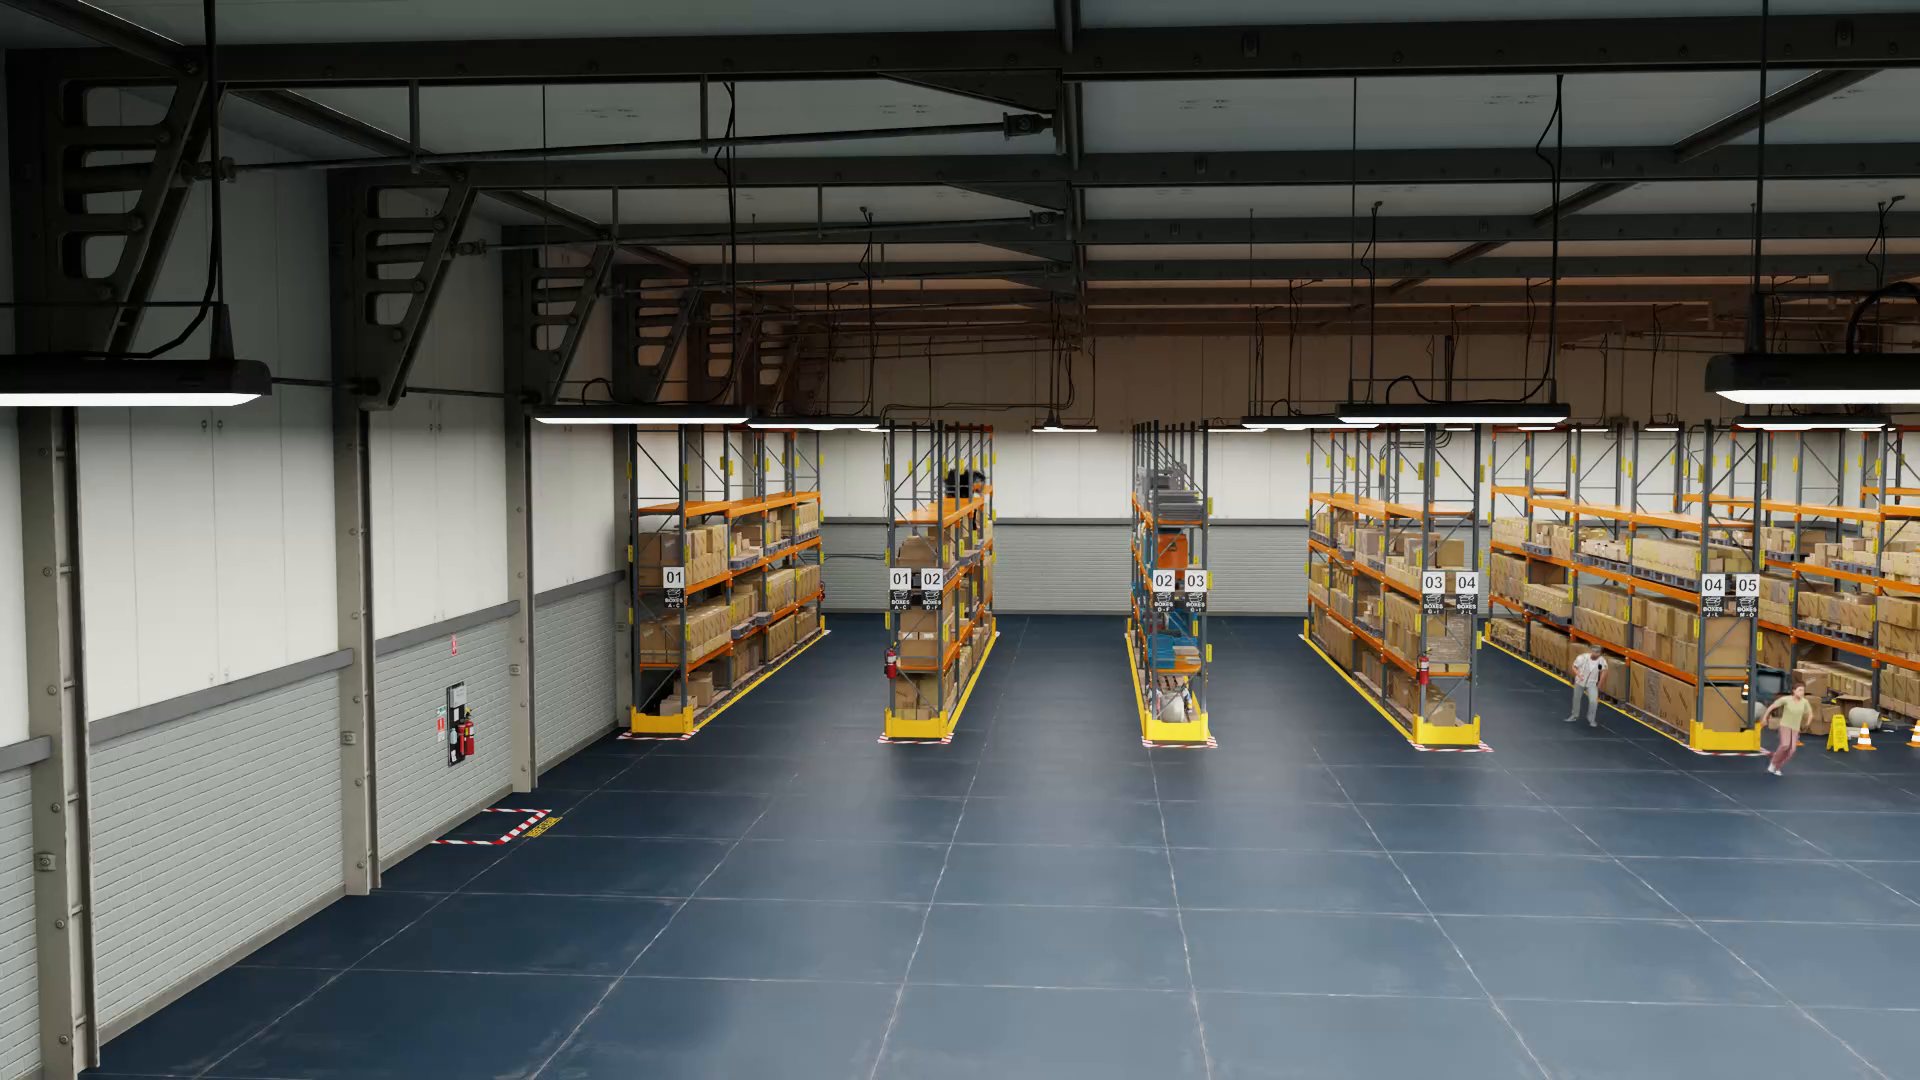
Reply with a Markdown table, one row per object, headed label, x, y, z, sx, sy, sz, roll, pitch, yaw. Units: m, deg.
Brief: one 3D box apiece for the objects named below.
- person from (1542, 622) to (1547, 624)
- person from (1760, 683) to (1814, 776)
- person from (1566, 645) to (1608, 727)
| label | x | y | z | sx | sy | sz | roll | pitch | yaw |
| --- | --- | --- | --- | --- | --- | --- | --- | --- | --- |
| person | 16.921 | 1.873 | 47.575 | 0.827 | 1.734 | 0.572 | -1 | 4 | -14 |
| person | 13.957 | 3.188 | 27.936 | 0.750 | 1.591 | 0.603 | 0 | 4 | -5 |
| person | 12.399 | 2.857 | 32.863 | 0.752 | 1.654 | 0.804 | 1 | 4 | 21 |
